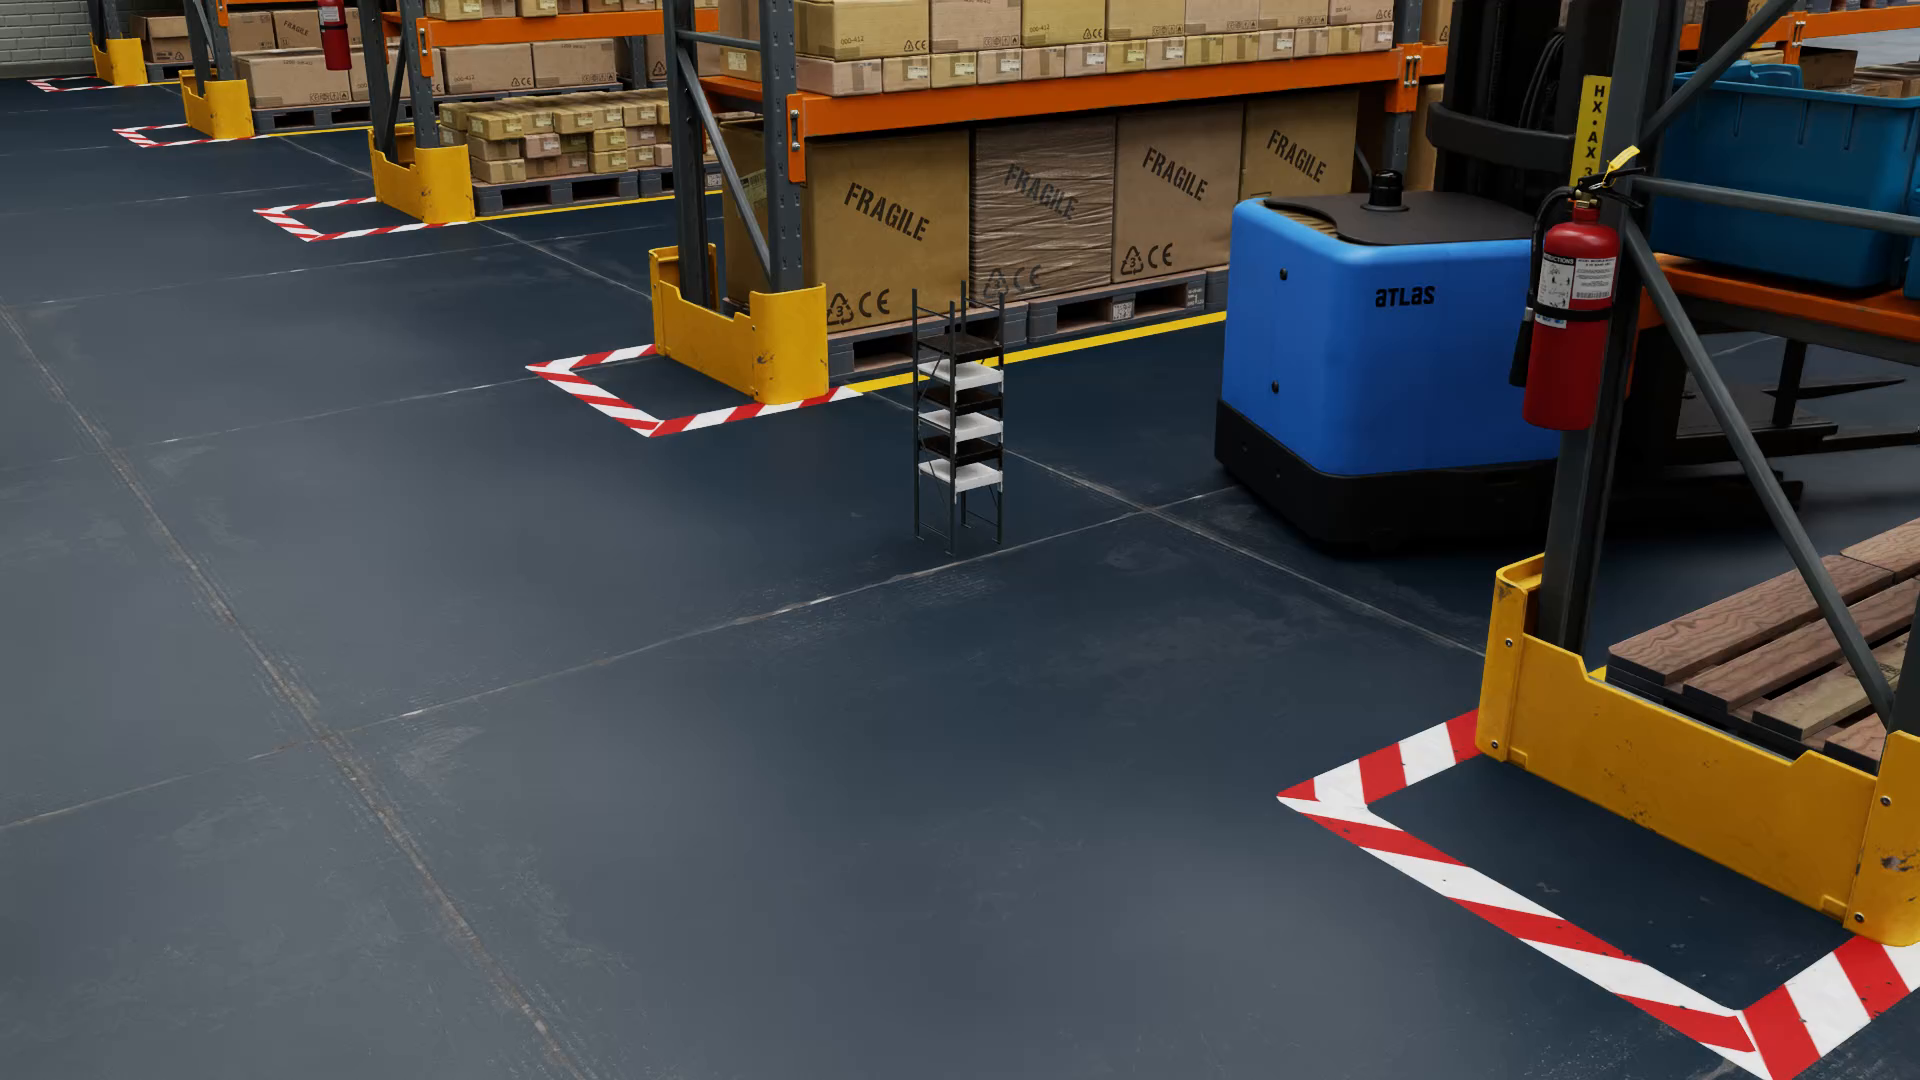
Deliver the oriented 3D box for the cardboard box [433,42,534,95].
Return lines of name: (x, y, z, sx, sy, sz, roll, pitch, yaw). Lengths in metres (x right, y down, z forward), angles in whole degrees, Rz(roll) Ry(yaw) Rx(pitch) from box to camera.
cardboard box: (-4.872, -4.756, 16.657, 0.875, 0.438, 0.875, -16, 27, -34)

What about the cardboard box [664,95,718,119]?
cardboard box: (-2.018, -3.248, 12.465, 0.250, 0.149, 0.380, -15, 26, -33)

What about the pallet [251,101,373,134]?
pallet: (-6.217, -4.084, 15.846, 1.213, 0.211, 1.003, -15, 26, -33)

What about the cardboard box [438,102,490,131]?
cardboard box: (-3.565, -3.053, 11.978, 0.250, 0.149, 0.380, -15, 26, -32)

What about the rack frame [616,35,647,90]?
rack frame: (-3.573, -6.048, 17.006, 0.127, 3.000, 1.000, -15, 26, -33)

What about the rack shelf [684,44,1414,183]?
rack shelf: (0.591, -2.300, 8.583, 4.000, 0.370, 1.077, -15, 26, -33)

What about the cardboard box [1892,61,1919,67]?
cardboard box: (8.198, -3.715, 13.939, 0.500, 0.500, 0.700, -17, 28, -37)

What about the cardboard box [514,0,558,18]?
cardboard box: (-2.961, -3.680, 11.409, 0.250, 0.149, 0.380, -16, 27, -34)

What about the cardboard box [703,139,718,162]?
cardboard box: (-1.987, -2.942, 12.502, 0.250, 0.149, 0.380, -15, 26, -33)

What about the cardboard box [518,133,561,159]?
cardboard box: (-3.017, -2.803, 11.751, 0.250, 0.149, 0.380, -15, 26, -33)

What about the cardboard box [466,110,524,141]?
cardboard box: (-3.223, -2.874, 11.528, 0.250, 0.149, 0.380, -16, 27, -35)

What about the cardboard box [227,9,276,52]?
cardboard box: (-8.453, -5.986, 19.657, 0.500, 0.500, 0.700, -14, 26, -31)

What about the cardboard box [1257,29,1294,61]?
cardboard box: (1.532, -2.619, 8.750, 0.250, 0.149, 0.380, -14, 26, -32)

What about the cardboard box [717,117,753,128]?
cardboard box: (-1.775, -3.163, 12.654, 0.250, 0.149, 0.380, -16, 27, -35)

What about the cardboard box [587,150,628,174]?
cardboard box: (-2.601, -2.763, 12.052, 0.250, 0.149, 0.380, -15, 26, -32)

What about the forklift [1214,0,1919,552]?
forklift: (2.571, -1.595, 5.939, 3.031, 2.935, 1.130, -5, 22, -13)

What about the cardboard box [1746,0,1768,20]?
cardboard box: (5.206, -3.798, 11.231, 0.500, 0.500, 0.500, -14, 26, -31)

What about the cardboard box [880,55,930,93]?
cardboard box: (-0.344, -2.118, 7.496, 0.250, 0.149, 0.380, -15, 26, -34)

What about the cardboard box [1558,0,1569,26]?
cardboard box: (3.548, -3.355, 10.122, 0.500, 0.500, 0.500, -16, 27, -34)

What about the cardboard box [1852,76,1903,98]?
cardboard box: (6.893, -3.376, 13.088, 0.500, 0.500, 0.700, -12, 25, -28)

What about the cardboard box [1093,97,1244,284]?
cardboard box: (0.902, -1.961, 9.065, 0.875, 0.875, 0.875, -15, 26, -33)

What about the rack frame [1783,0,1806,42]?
rack frame: (5.462, -3.933, 11.704, 0.127, 3.000, 1.000, -15, 26, -33)

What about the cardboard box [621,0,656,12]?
cardboard box: (-2.379, -3.873, 11.894, 0.250, 0.149, 0.380, -16, 27, -34)

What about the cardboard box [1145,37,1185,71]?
cardboard box: (0.908, -2.453, 8.334, 0.250, 0.149, 0.380, -14, 26, -32)

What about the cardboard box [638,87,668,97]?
cardboard box: (-2.284, -3.385, 12.810, 0.250, 0.149, 0.380, -15, 26, -33)

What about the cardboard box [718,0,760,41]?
cardboard box: (-0.794, -2.454, 7.801, 0.500, 0.250, 0.500, -15, 26, -34)

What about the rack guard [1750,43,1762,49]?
rack guard: (9.160, -6.023, 20.314, 0.348, 0.500, 1.175, -15, 26, -33)

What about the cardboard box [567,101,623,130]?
cardboard box: (-2.637, -3.064, 12.005, 0.250, 0.149, 0.380, -16, 27, -35)

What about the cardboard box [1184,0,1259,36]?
cardboard box: (1.177, -2.738, 8.510, 0.500, 0.250, 0.500, -14, 26, -32)

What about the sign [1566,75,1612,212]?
sign: (1.526, -0.949, 4.006, 0.005, 0.325, 0.100, -15, 26, -33)

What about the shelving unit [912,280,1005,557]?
shelving unit: (-0.007, -0.416, 5.725, 0.210, 0.900, 0.258, -15, 26, -33)

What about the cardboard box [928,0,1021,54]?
cardboard box: (-0.067, -2.407, 7.681, 0.500, 0.250, 0.500, -15, 26, -33)

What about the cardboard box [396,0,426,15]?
cardboard box: (-3.747, -3.754, 11.596, 0.250, 0.149, 0.380, -15, 26, -33)

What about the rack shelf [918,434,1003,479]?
rack shelf: (-0.007, -0.302, 5.771, 0.200, 0.077, 0.258, -15, 26, -33)

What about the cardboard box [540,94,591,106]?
cardboard box: (-2.945, -3.222, 12.400, 0.250, 0.149, 0.380, -16, 27, -35)

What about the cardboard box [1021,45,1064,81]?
cardboard box: (0.282, -2.285, 7.914, 0.250, 0.149, 0.380, -16, 27, -34)

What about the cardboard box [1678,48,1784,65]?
cardboard box: (4.889, -2.998, 11.662, 0.875, 0.875, 1.225, -16, 27, -35)

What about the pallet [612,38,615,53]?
pallet: (-4.846, -6.699, 22.399, 1.213, 0.211, 1.003, -15, 26, -33)

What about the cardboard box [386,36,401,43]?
cardboard box: (-7.045, -6.180, 20.458, 0.258, 0.266, 0.396, -14, 26, -31)

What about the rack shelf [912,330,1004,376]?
rack shelf: (-0.007, -0.636, 5.637, 0.200, 0.077, 0.258, -15, 26, -33)

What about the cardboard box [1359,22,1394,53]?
cardboard box: (2.158, -2.786, 9.169, 0.250, 0.149, 0.380, -15, 26, -33)

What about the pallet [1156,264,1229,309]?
pallet: (1.552, -1.631, 9.698, 1.213, 0.211, 1.003, -15, 26, -33)

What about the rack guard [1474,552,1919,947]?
rack guard: (1.848, 0.459, 4.071, 0.348, 0.500, 1.175, -15, 26, -33)

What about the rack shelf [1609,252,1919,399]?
rack shelf: (3.484, -0.810, 4.849, 4.000, 0.370, 1.077, -15, 26, -33)

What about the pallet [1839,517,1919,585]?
pallet: (3.542, 0.155, 5.224, 1.213, 0.211, 1.003, -15, 26, -33)

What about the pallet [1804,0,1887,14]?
pallet: (5.978, -4.030, 12.207, 1.003, 0.211, 1.213, -15, 26, -33)

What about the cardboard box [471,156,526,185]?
cardboard box: (-3.235, -2.603, 11.653, 0.250, 0.149, 0.380, -14, 26, -32)

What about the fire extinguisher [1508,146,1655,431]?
fire extinguisher: (1.472, -0.606, 3.975, 0.183, 0.674, 0.296, -15, 26, -33)

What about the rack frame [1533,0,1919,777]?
rack frame: (1.860, -0.711, 3.631, 0.127, 3.000, 1.000, -15, 26, -33)

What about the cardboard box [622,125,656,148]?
cardboard box: (-2.438, -2.991, 12.224, 0.250, 0.149, 0.380, -16, 27, -35)
